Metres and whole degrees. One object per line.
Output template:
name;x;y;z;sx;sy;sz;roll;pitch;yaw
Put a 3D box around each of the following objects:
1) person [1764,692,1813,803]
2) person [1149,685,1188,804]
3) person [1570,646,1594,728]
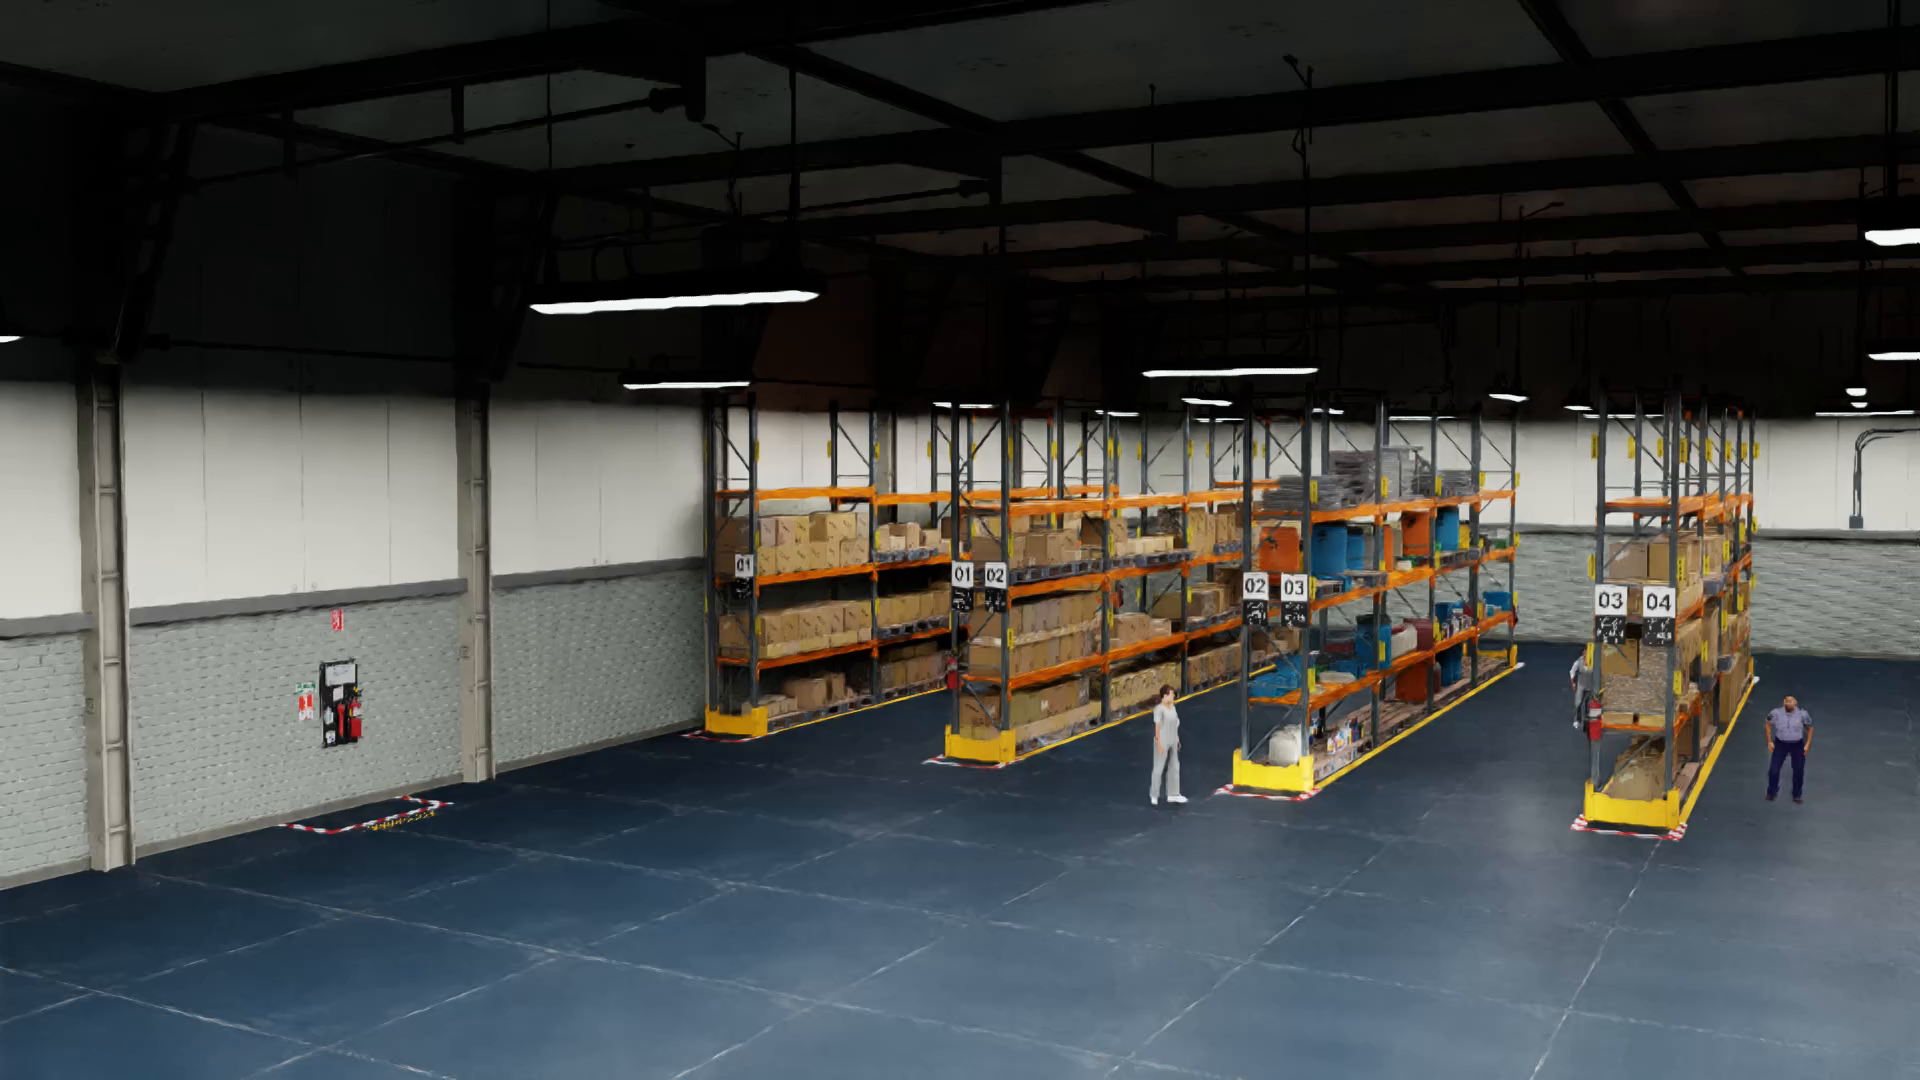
person;11.761;2.936;23.613;0.625;1.596;0.517;2;3;27
person;2.914;2.880;23.529;0.545;1.673;0.415;-3;4;-42
person;11.168;2.636;29.649;0.566;1.541;0.512;2;3;26
